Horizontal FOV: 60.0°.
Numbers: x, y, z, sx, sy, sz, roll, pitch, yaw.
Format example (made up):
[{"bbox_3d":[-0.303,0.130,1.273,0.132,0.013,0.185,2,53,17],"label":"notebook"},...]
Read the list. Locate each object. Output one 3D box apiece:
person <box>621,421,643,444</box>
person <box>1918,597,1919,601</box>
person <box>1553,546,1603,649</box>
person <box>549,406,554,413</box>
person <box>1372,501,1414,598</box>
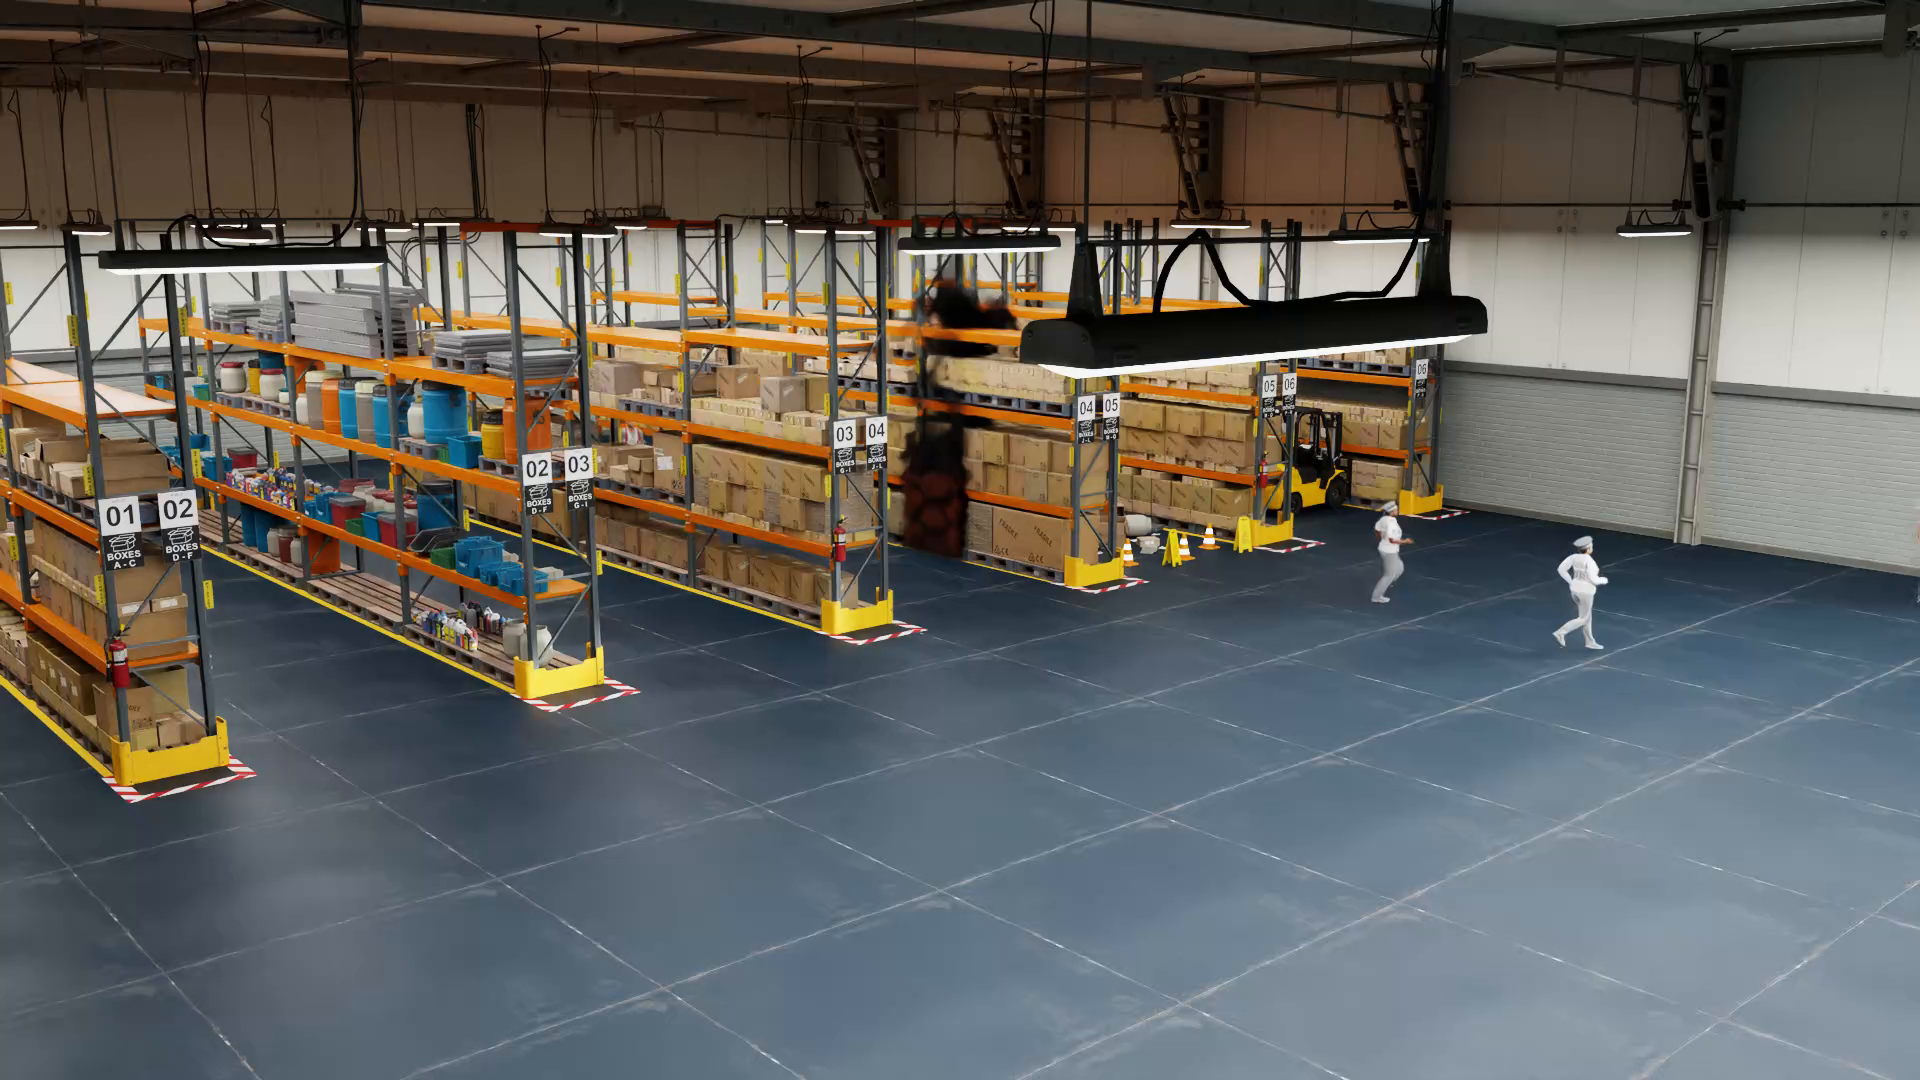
[{"bbox_3d":[-7.241,-1.999,36.597,0.620,1.517,0.493,-11,16,-42],"label":"person"},{"bbox_3d":[15.676,0.327,26.348,0.788,1.599,0.609,2,12,9],"label":"person"},{"bbox_3d":[8.861,0.797,23.741,0.901,1.649,0.616,-4,12,-17],"label":"person"},{"bbox_3d":[-9.662,-2.295,38.909,0.683,1.755,0.654,-1,11,-3],"label":"person"},{"bbox_3d":[6.958,0.144,26.720,0.602,1.590,0.554,1,11,3],"label":"person"}]
